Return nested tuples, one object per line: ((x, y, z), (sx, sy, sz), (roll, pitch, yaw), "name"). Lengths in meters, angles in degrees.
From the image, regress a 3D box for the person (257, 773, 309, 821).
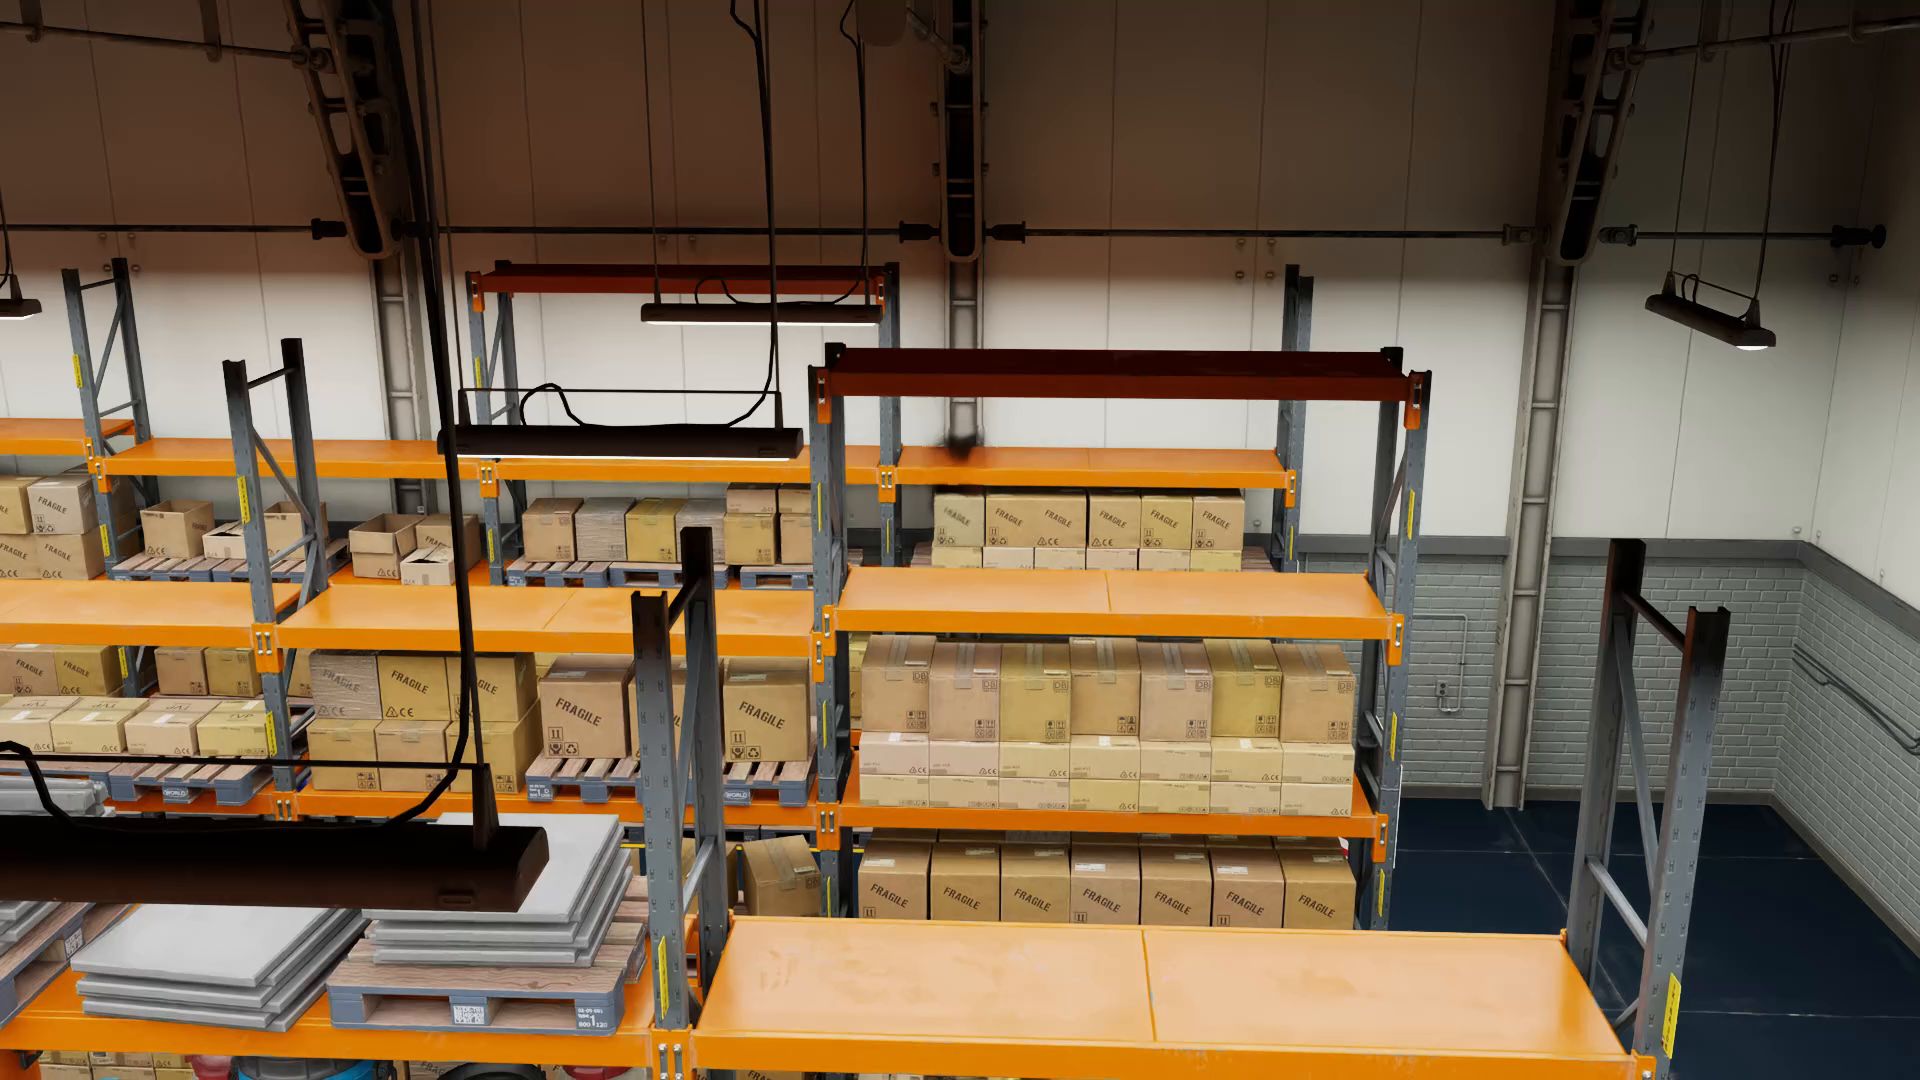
((-6.556, 2.770, 16.147), (0.530, 1.702, 0.347), (-2, 16, -7), "person")
